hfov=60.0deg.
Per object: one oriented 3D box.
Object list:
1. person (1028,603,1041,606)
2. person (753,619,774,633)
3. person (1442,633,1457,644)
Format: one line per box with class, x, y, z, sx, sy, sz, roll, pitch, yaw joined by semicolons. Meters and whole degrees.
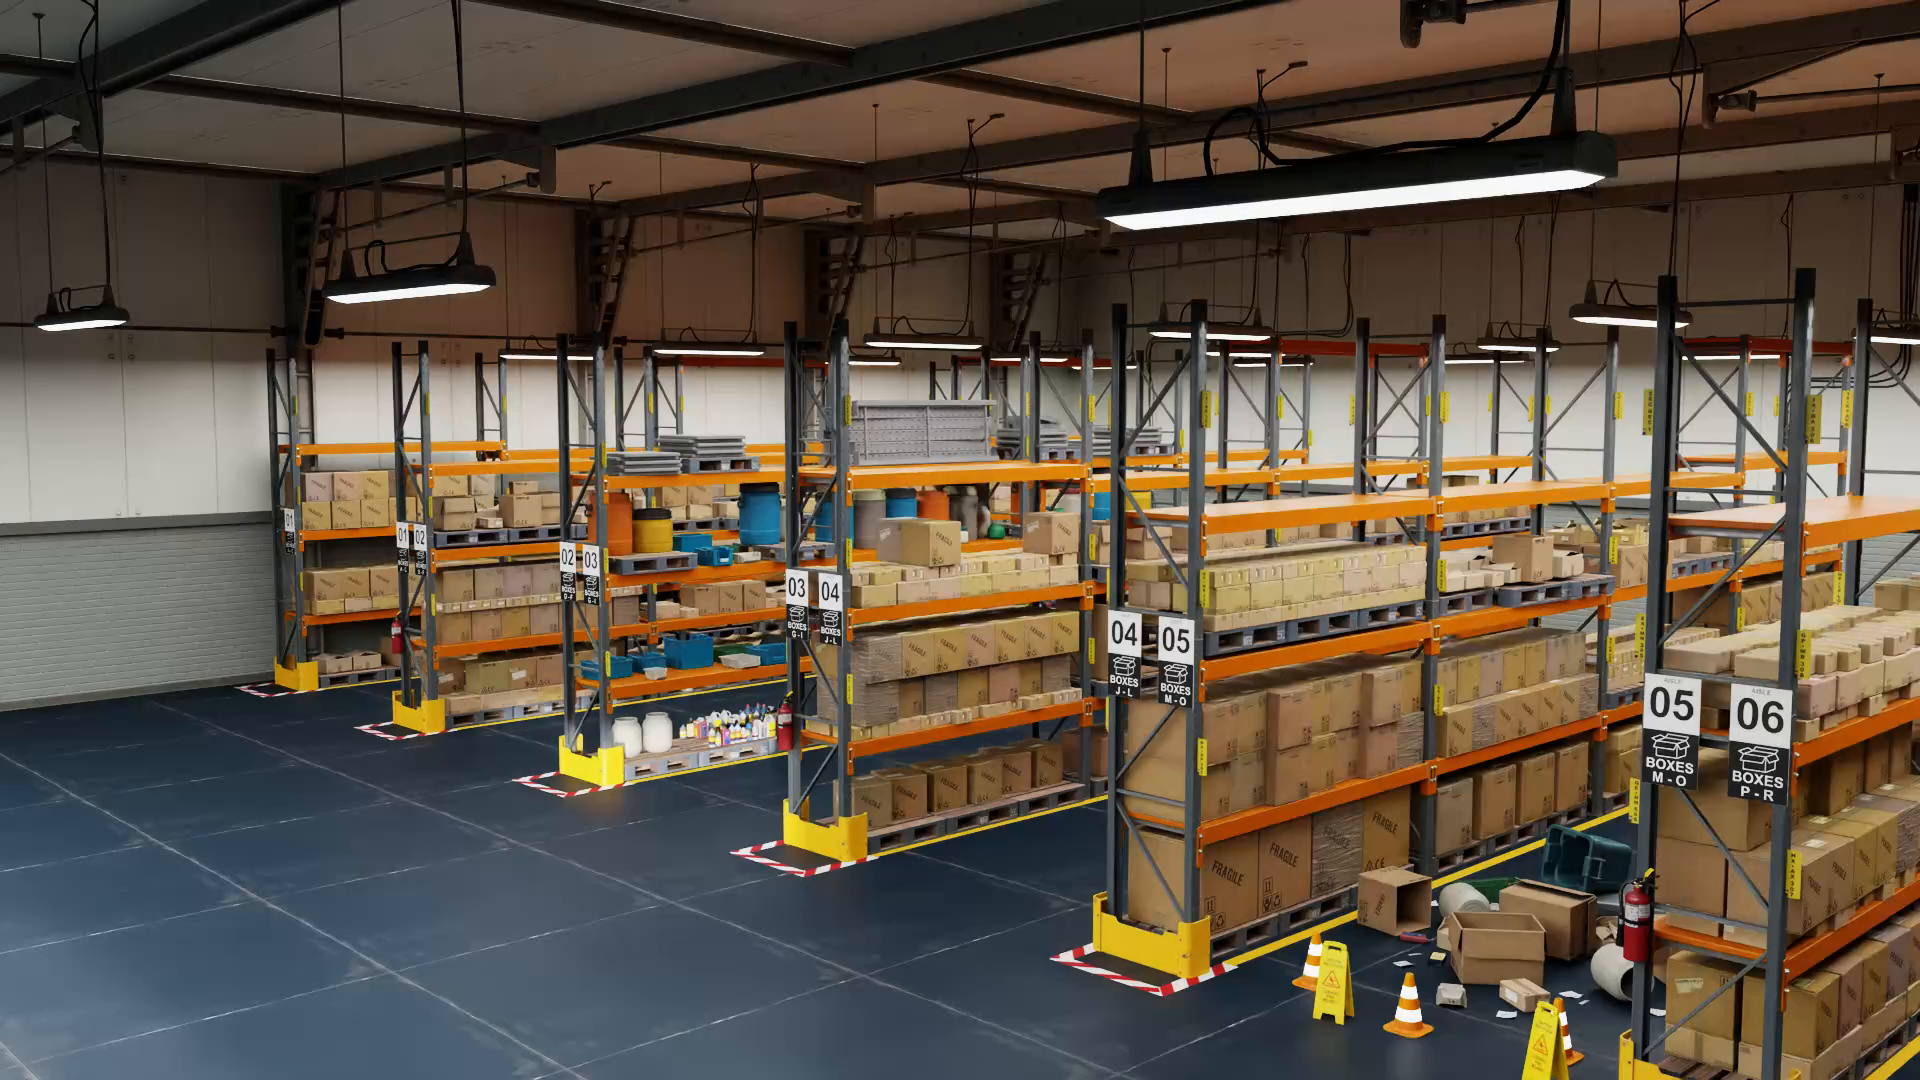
person;1.331;1.662;30.783;0.533;1.607;0.817;5;7;44
person;-3.967;1.546;32.718;0.604;1.576;0.745;3;6;34
person;7.408;2.172;25.128;0.900;1.630;0.691;-4;6;-37
